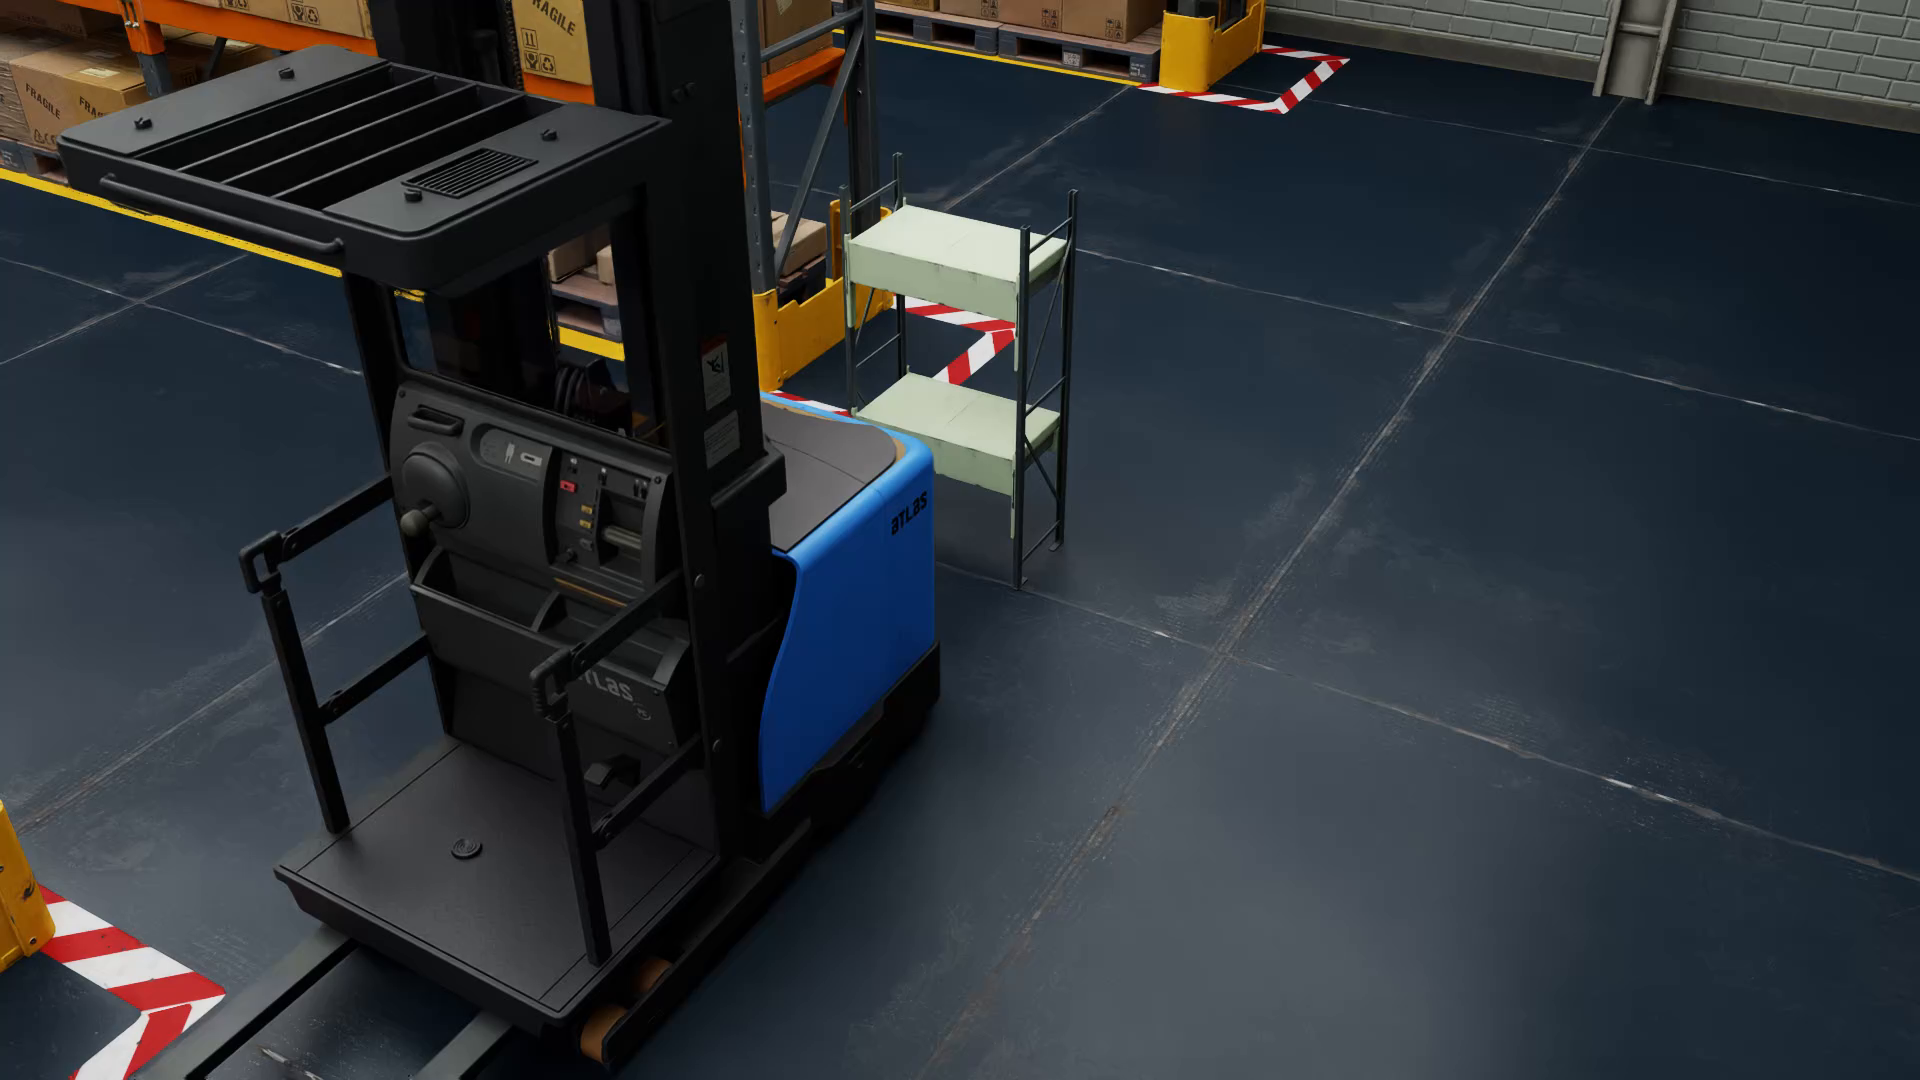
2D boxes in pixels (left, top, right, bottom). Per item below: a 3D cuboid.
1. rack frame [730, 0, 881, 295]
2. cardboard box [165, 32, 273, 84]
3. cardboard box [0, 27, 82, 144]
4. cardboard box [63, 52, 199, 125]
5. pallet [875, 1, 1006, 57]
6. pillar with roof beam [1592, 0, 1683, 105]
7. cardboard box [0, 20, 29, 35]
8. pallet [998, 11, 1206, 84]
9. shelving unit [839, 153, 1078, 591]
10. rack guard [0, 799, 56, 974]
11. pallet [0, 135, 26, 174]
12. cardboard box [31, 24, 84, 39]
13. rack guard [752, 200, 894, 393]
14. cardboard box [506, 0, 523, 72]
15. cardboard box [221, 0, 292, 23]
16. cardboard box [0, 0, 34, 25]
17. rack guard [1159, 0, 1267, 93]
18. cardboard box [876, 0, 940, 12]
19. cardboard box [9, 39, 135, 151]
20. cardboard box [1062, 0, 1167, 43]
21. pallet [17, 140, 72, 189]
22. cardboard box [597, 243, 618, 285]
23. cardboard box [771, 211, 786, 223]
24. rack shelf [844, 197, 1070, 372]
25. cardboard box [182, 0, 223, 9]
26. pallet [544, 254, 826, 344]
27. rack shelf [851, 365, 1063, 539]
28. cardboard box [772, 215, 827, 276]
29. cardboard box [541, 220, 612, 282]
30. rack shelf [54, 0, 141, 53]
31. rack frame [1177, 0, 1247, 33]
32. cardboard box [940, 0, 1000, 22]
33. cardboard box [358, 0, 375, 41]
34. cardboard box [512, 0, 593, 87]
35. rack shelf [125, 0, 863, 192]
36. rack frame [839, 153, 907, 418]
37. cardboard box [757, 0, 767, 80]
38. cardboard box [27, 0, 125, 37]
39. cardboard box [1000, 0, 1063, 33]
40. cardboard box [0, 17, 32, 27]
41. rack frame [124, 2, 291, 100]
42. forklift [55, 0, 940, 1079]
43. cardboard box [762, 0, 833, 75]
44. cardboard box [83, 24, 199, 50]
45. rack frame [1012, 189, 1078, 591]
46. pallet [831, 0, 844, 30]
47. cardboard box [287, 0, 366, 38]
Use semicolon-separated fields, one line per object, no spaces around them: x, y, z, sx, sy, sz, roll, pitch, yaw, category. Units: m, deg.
-0.691;-2.227;7.388;0.127;3.000;1.000;18;37;24;rack frame
-4.463;-2.720;9.987;0.500;0.500;0.500;16;37;22;cardboard box
-5.595;-2.746;10.025;0.500;0.500;0.500;18;38;25;cardboard box
-4.735;-2.468;9.608;0.500;0.500;0.500;17;37;24;cardboard box
-0.025;-3.970;12.521;1.213;0.211;1.003;18;37;24;pallet
2.401;-4.711;5.706;0.400;9.000;9.100;18;37;24;pillar with roof beam
-6.038;-2.885;10.234;0.500;0.500;0.500;16;37;23;cardboard box
1.030;-3.634;12.016;1.213;0.211;1.003;18;37;24;pallet
-0.006;-0.626;6.337;0.755;1.500;0.431;18;37;24;shelving unit
-3.125;1.196;4.502;0.348;0.500;1.175;18;37;24;rack guard
-5.953;-2.707;10.625;1.213;0.211;1.003;18;37;24;pallet
-5.362;-3.003;10.411;0.500;0.500;0.500;18;38;25;cardboard box
-0.757;-1.208;8.112;0.348;0.500;1.175;18;37;24;rack guard
-2.098;-2.542;7.770;0.500;0.500;0.500;18;38;25;cardboard box
-3.411;-2.958;8.396;0.500;0.500;0.500;18;38;25;cardboard box
-5.767;-3.445;10.399;0.500;0.250;0.500;17;37;24;cardboard box
1.784;-3.565;11.652;0.348;0.500;1.175;18;37;24;rack guard
-0.232;-4.309;12.392;0.500;0.500;0.700;18;38;25;cardboard box
-5.160;-2.608;9.818;0.500;0.500;0.500;18;38;25;cardboard box
1.106;-3.891;11.763;0.500;0.500;0.700;18;37;24;cardboard box
-4.889;-2.372;10.122;1.213;0.211;1.003;18;37;24;pallet
-1.593;-1.417;8.330;0.250;0.166;0.380;18;37;24;cardboard box
-1.102;-1.580;8.576;0.250;0.166;0.380;18;37;24;cardboard box
-0.006;-0.951;6.121;0.720;0.370;0.431;18;37;24;rack shelf
-3.857;-3.098;8.605;0.500;0.500;0.500;19;38;26;cardboard box
-1.450;-1.306;8.521;1.213;0.211;1.003;18;37;24;pallet
-0.006;-0.355;6.518;0.720;0.370;0.431;18;37;24;rack shelf
-0.885;-1.504;8.478;0.250;0.149;0.380;18;37;24;cardboard box
-2.096;-1.572;8.489;0.500;0.250;0.500;18;37;24;cardboard box
-5.901;-3.578;10.066;4.000;0.370;1.077;18;37;24;rack shelf
1.763;-4.612;10.970;0.127;3.000;1.000;18;37;24;rack frame
0.234;-4.166;12.177;0.500;0.500;0.700;16;37;23;cardboard box
-2.535;-2.680;7.979;0.500;0.500;0.500;17;37;24;cardboard box
-1.668;-2.402;7.560;0.500;0.500;0.500;18;38;25;cardboard box
-2.428;-2.478;8.414;4.000;0.370;1.077;18;37;24;rack shelf
-0.324;-0.727;6.488;0.023;1.500;0.400;18;37;24;rack frame
-1.215;-2.261;7.349;0.500;0.500;0.500;19;38;26;cardboard box
-5.332;-3.307;10.192;0.500;0.250;0.500;18;38;24;cardboard box
0.671;-4.028;11.969;0.500;0.500;0.700;17;37;24;cardboard box
-5.801;-3.142;10.620;0.500;0.500;0.500;16;37;23;cardboard box
-4.164;-3.327;9.040;0.127;3.000;1.000;18;37;24;rack frame
-1.249;-0.071;4.212;1.130;2.935;3.031;18;38;25;forklift
-0.946;-2.518;7.734;0.500;0.500;0.500;18;38;25;cardboard box
-4.932;-2.862;10.199;0.500;0.500;0.500;18;38;25;cardboard box
0.312;-0.525;6.186;0.023;1.500;0.400;18;37;24;rack frame
-1.088;-4.305;13.024;1.213;0.211;1.003;18;37;24;pallet
-2.978;-2.820;8.188;0.500;0.500;0.500;17;37;24;cardboard box
